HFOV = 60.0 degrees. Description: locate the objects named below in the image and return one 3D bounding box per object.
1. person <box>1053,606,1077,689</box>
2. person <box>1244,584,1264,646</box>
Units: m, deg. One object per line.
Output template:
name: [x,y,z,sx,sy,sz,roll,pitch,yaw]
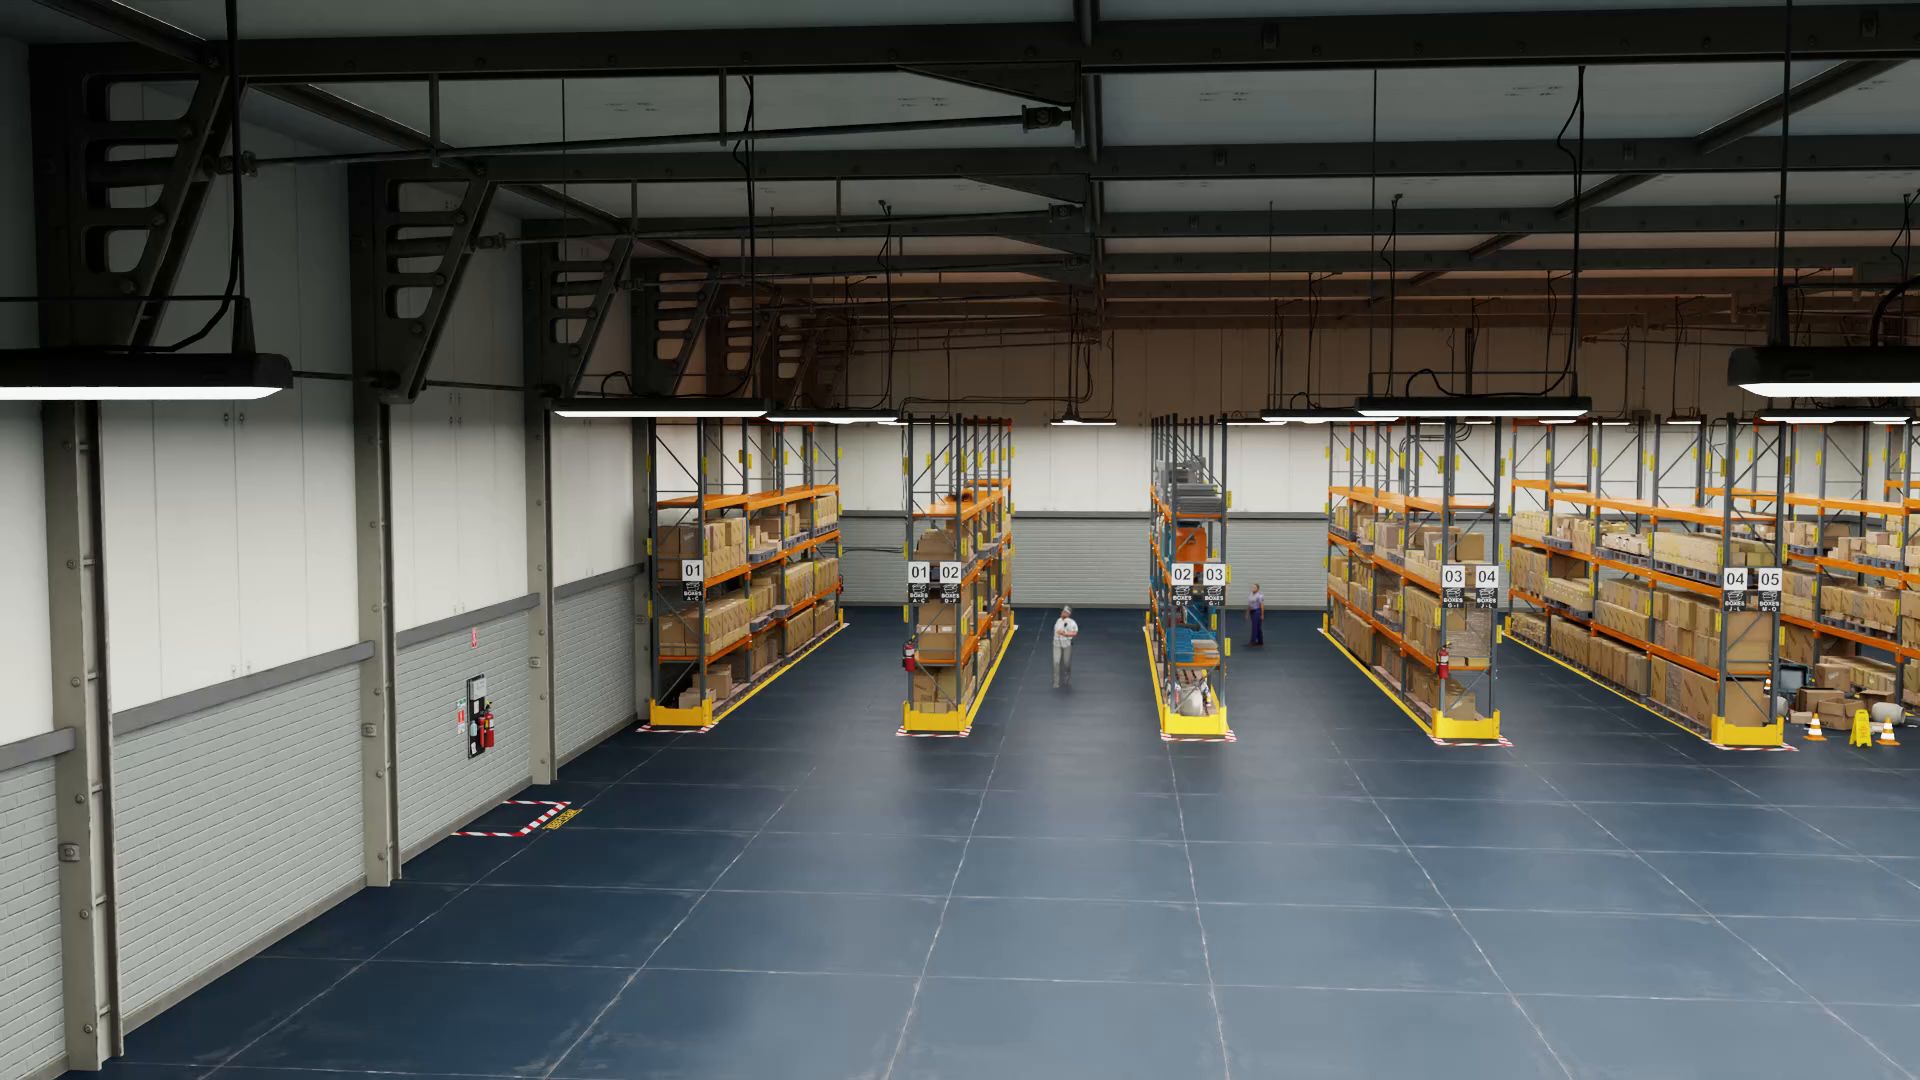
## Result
person: [2.335,2.369,36.896,0.558,1.828,0.846,1,4,10]
person: [7.704,1.963,43.724,0.613,1.634,0.498,-1,4,-12]
